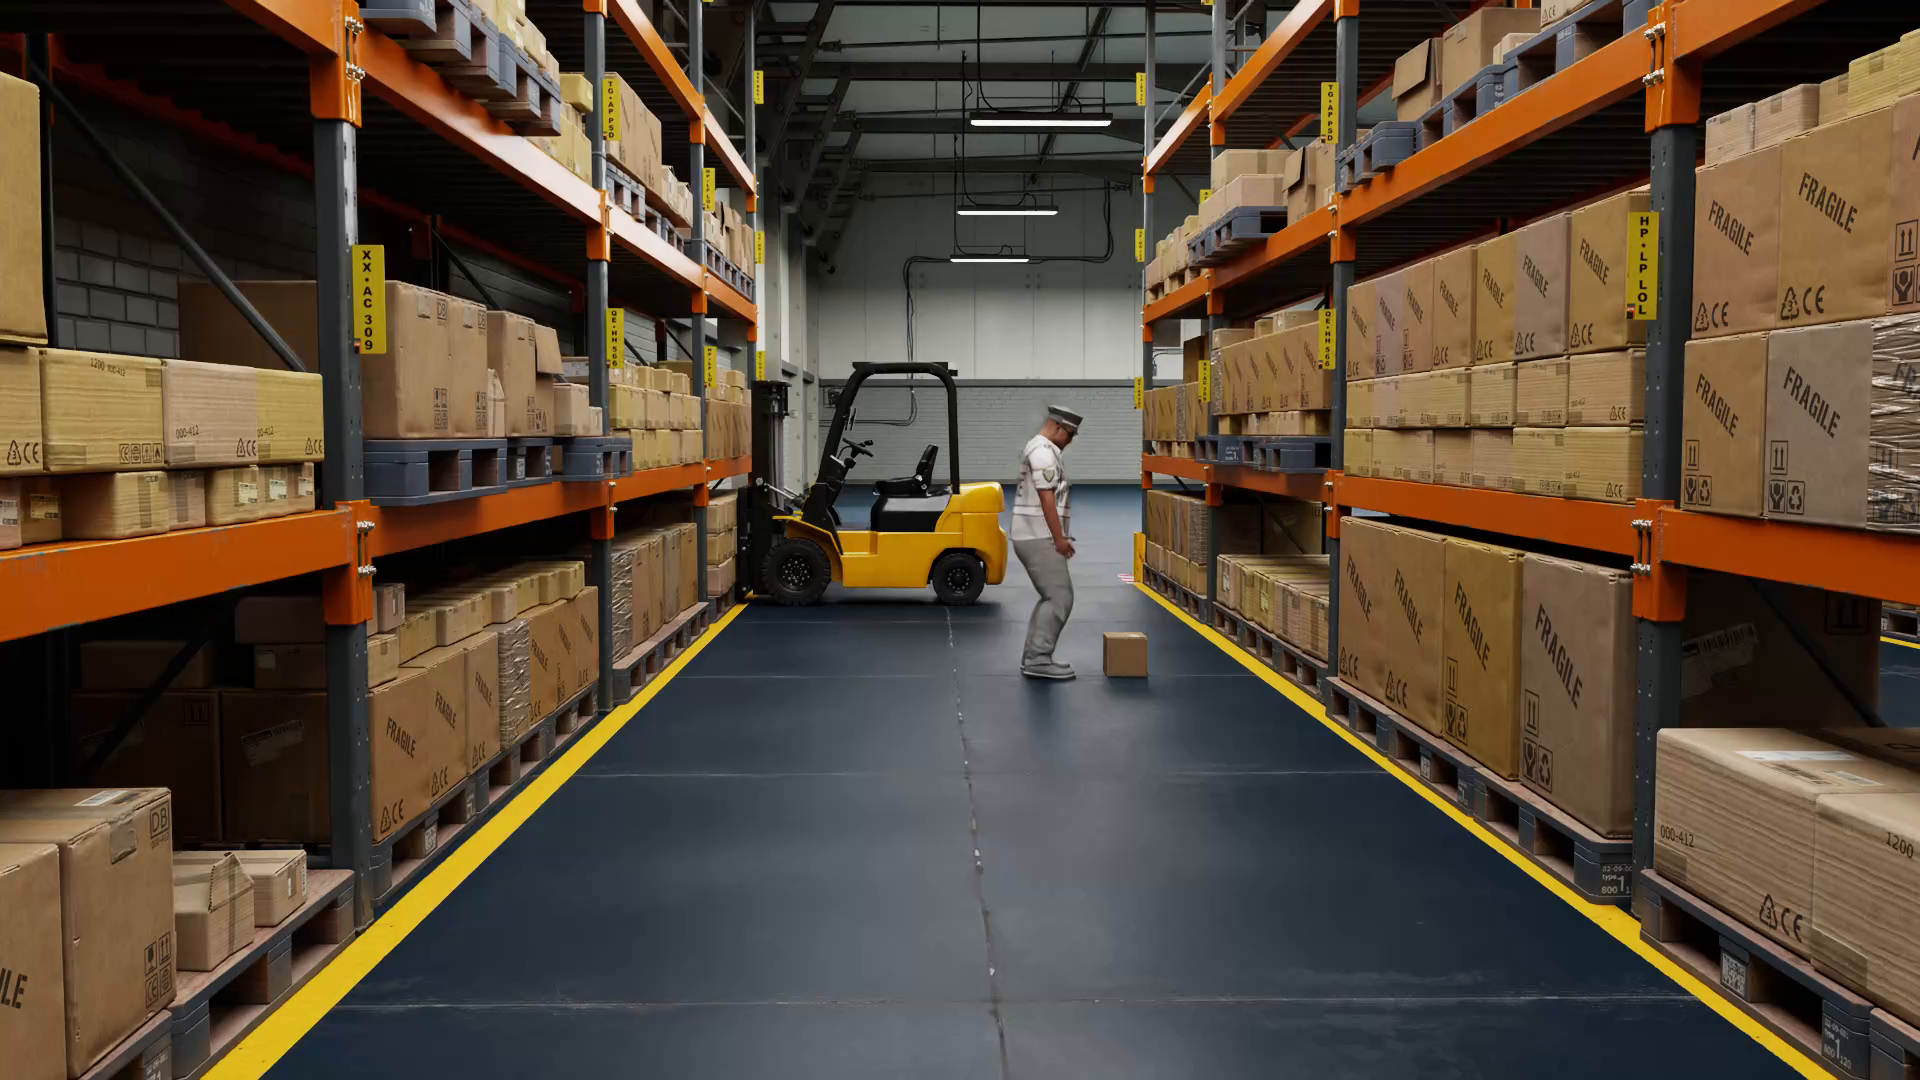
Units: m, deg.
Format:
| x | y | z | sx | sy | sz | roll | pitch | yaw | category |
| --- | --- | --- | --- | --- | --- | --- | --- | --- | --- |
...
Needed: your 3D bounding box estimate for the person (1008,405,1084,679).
| x | y | z | sx | sy | sz | roll | pitch | yaw | category |
| --- | --- | --- | --- | --- | --- | --- | --- | --- | --- |
| 0.545 | 0.006 | 10.519 | 0.475 | 1.710 | 0.553 | 0 | 4 | 0 | person |
